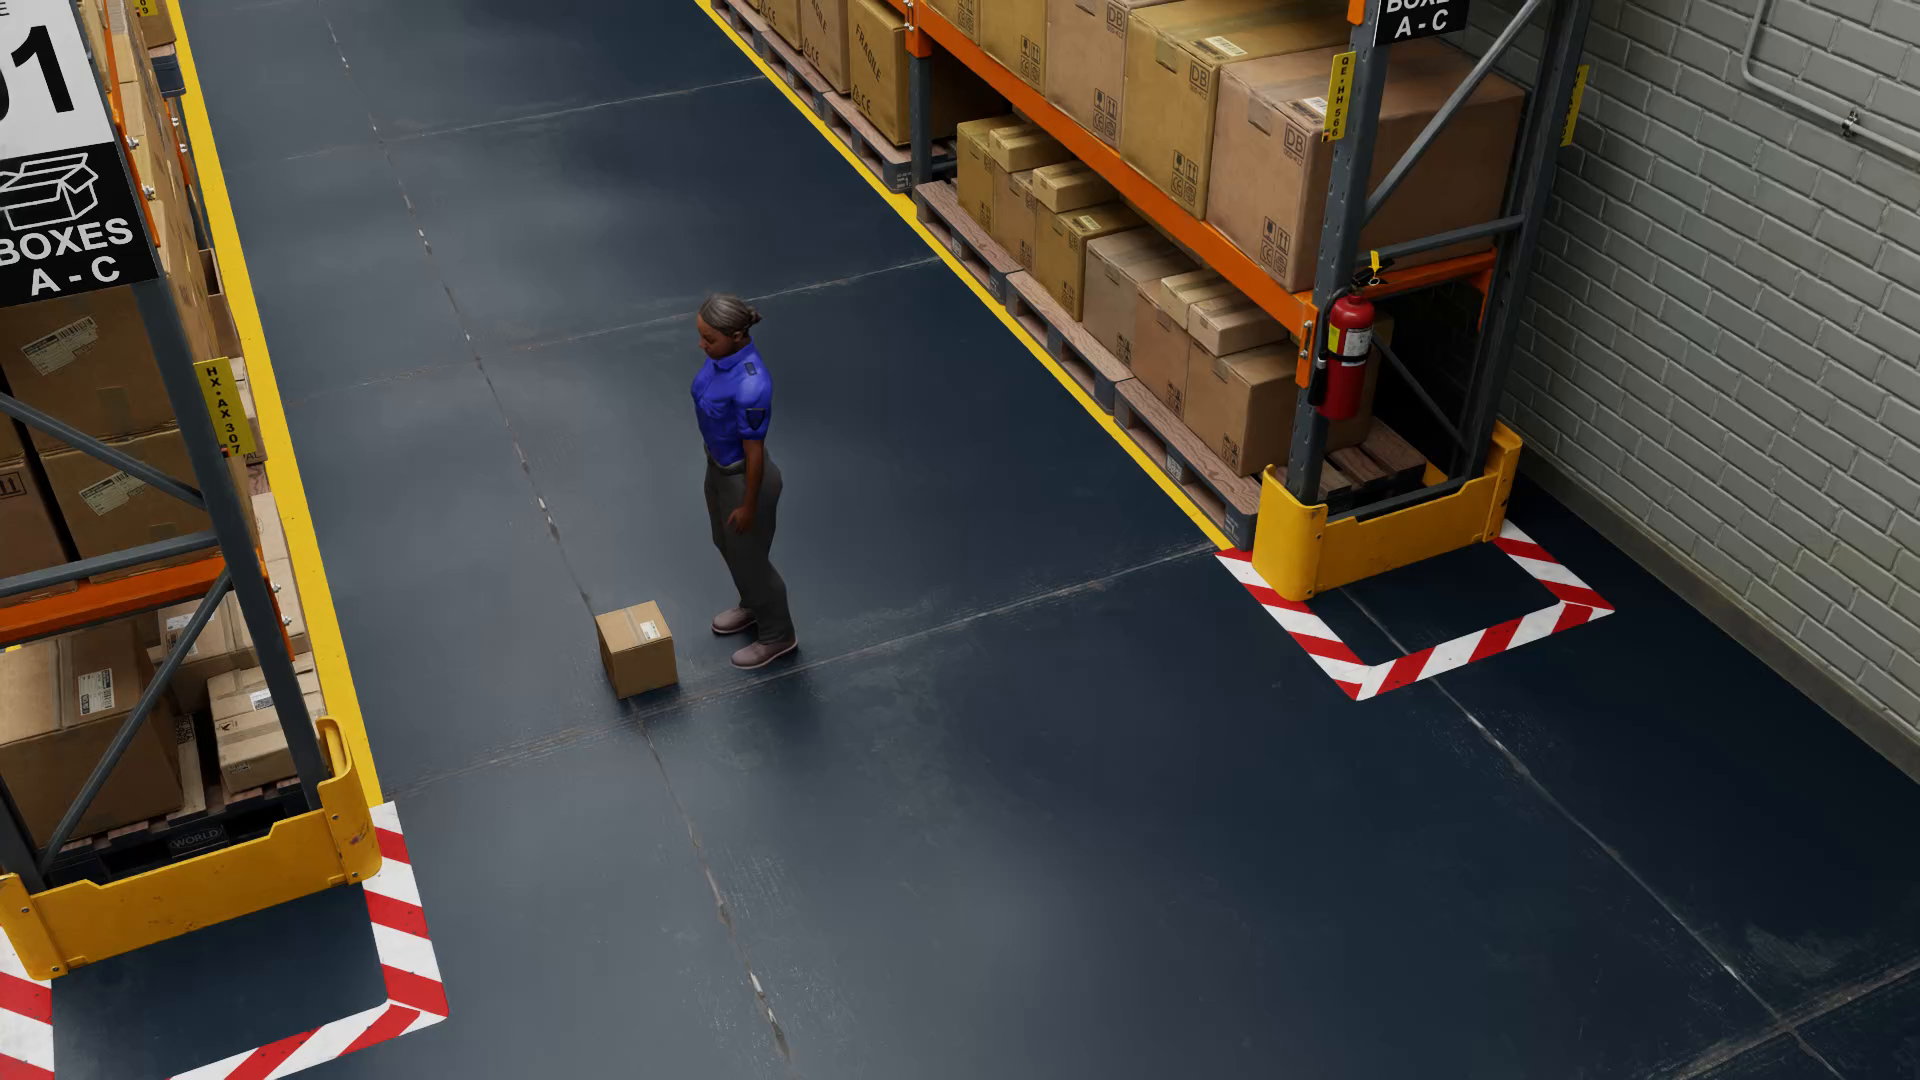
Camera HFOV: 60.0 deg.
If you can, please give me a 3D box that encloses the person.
[{"bbox_3d":[-0.853,-0.225,6.463,0.301,1.664,0.438,-15,40,-19],"label":"person"}]
